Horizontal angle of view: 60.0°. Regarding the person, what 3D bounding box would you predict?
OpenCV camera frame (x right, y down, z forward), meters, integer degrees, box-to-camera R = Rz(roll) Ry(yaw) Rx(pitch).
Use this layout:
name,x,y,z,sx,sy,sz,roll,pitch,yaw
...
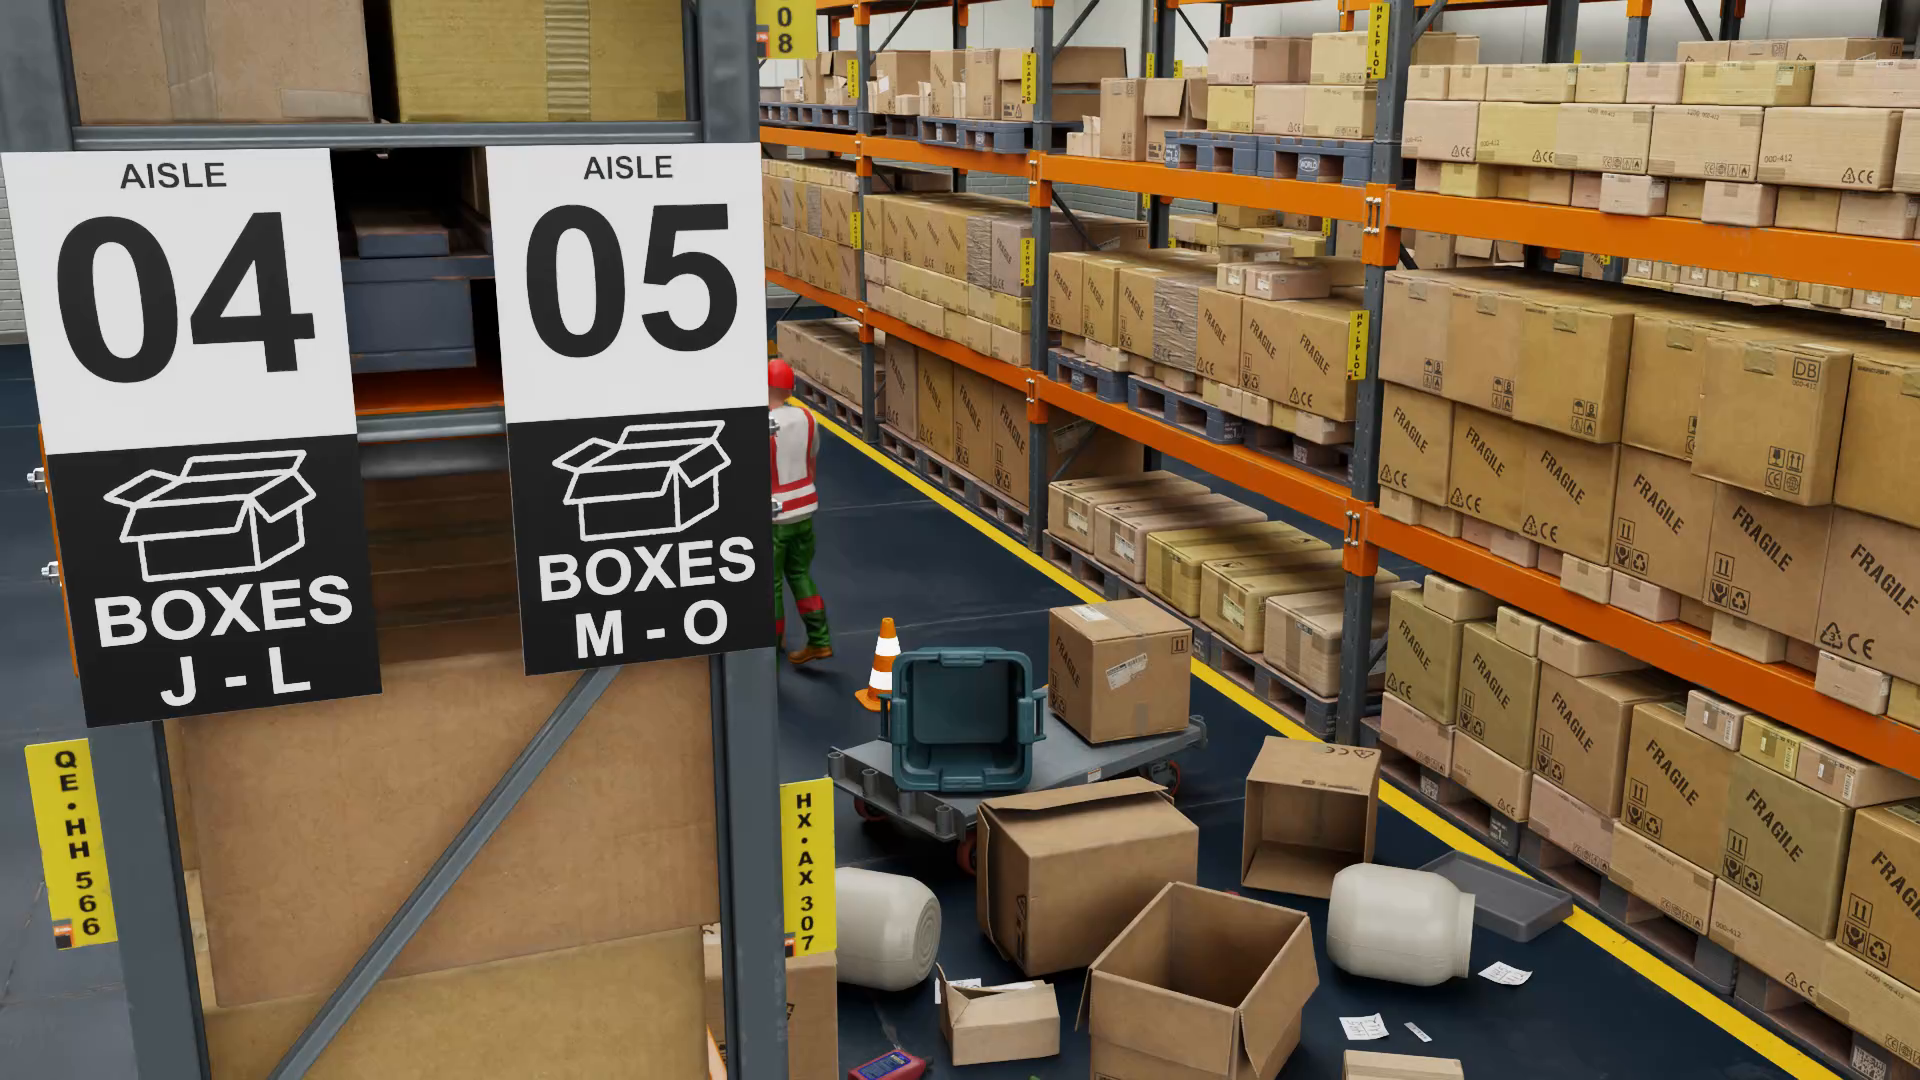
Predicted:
name,x,y,z,sx,sy,sz,roll,pitch,yaw
person,-1.005,-0.119,9.300,0.413,1.794,0.539,14,21,41
